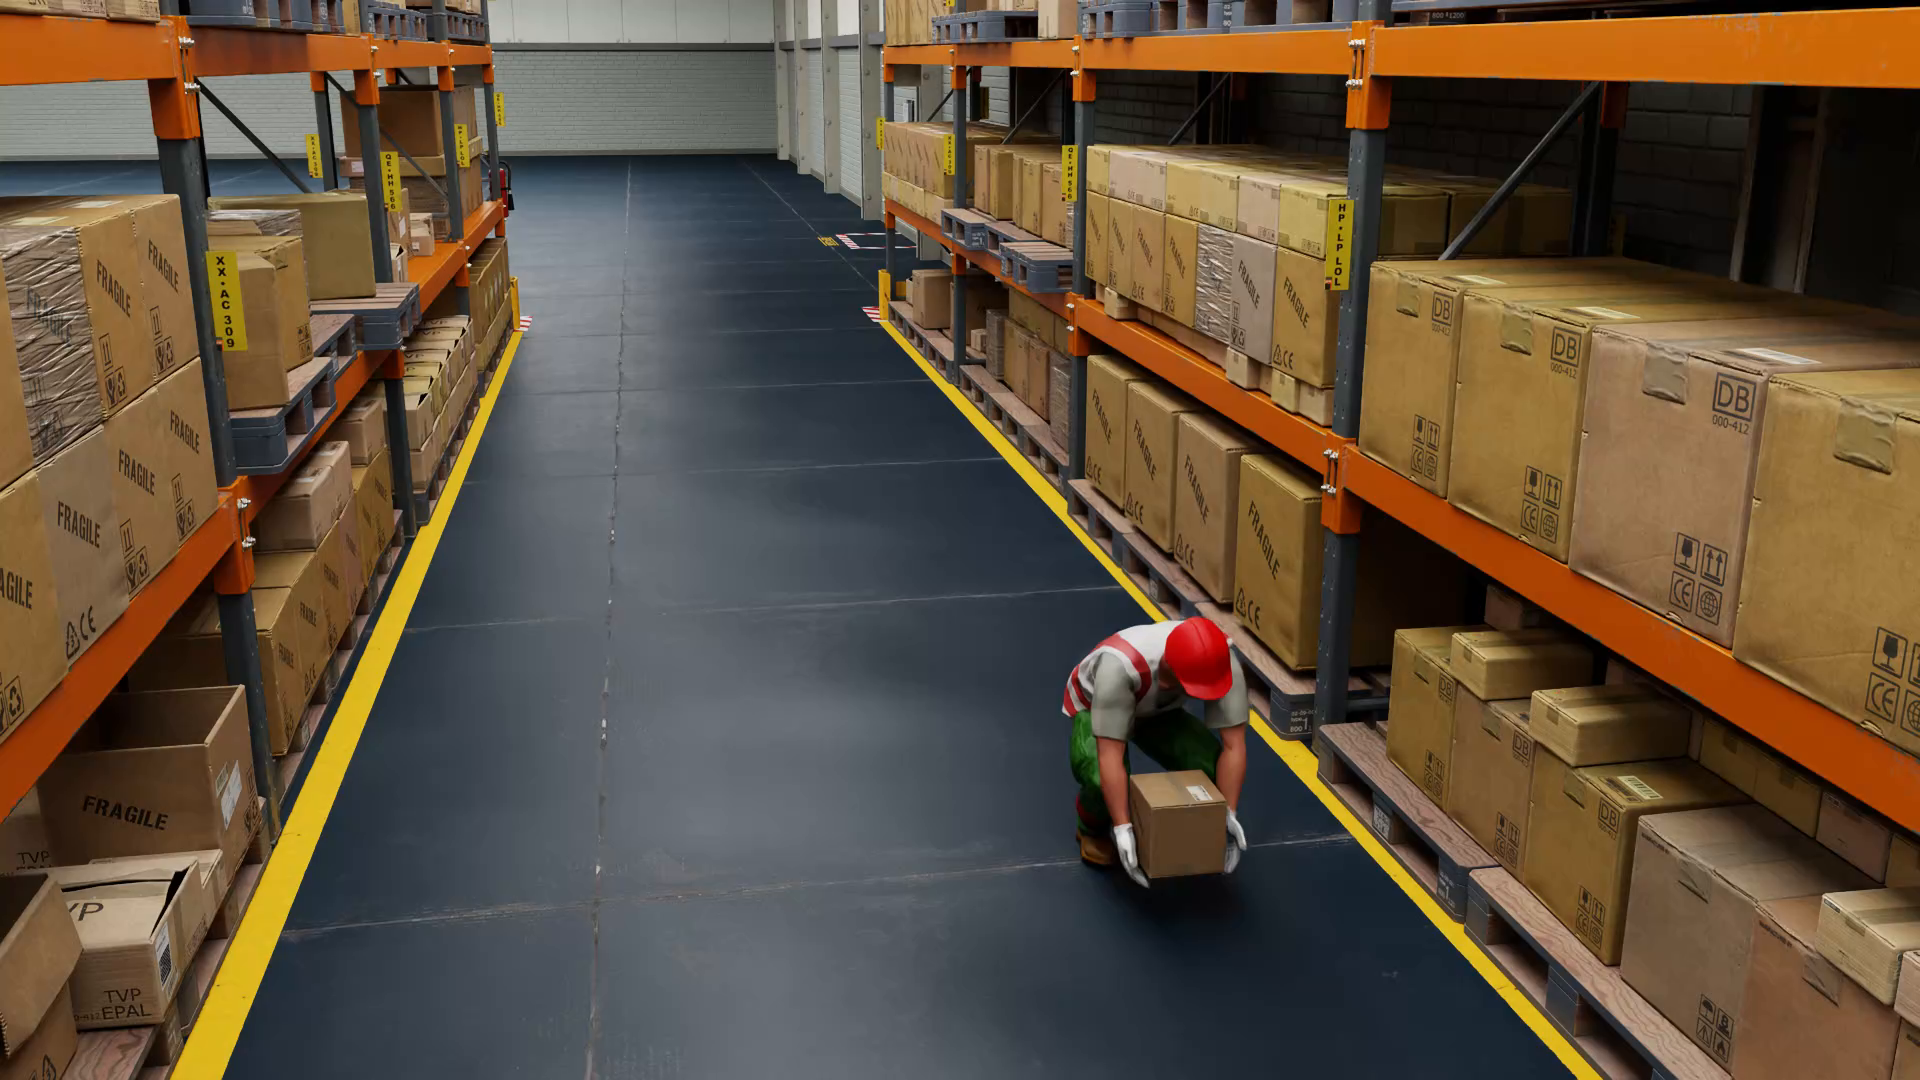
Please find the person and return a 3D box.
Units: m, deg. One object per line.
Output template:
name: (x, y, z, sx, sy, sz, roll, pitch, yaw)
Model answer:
person: (0.663, 0.652, 5.660, 0.573, 1.006, 0.884, -3, 16, -11)
